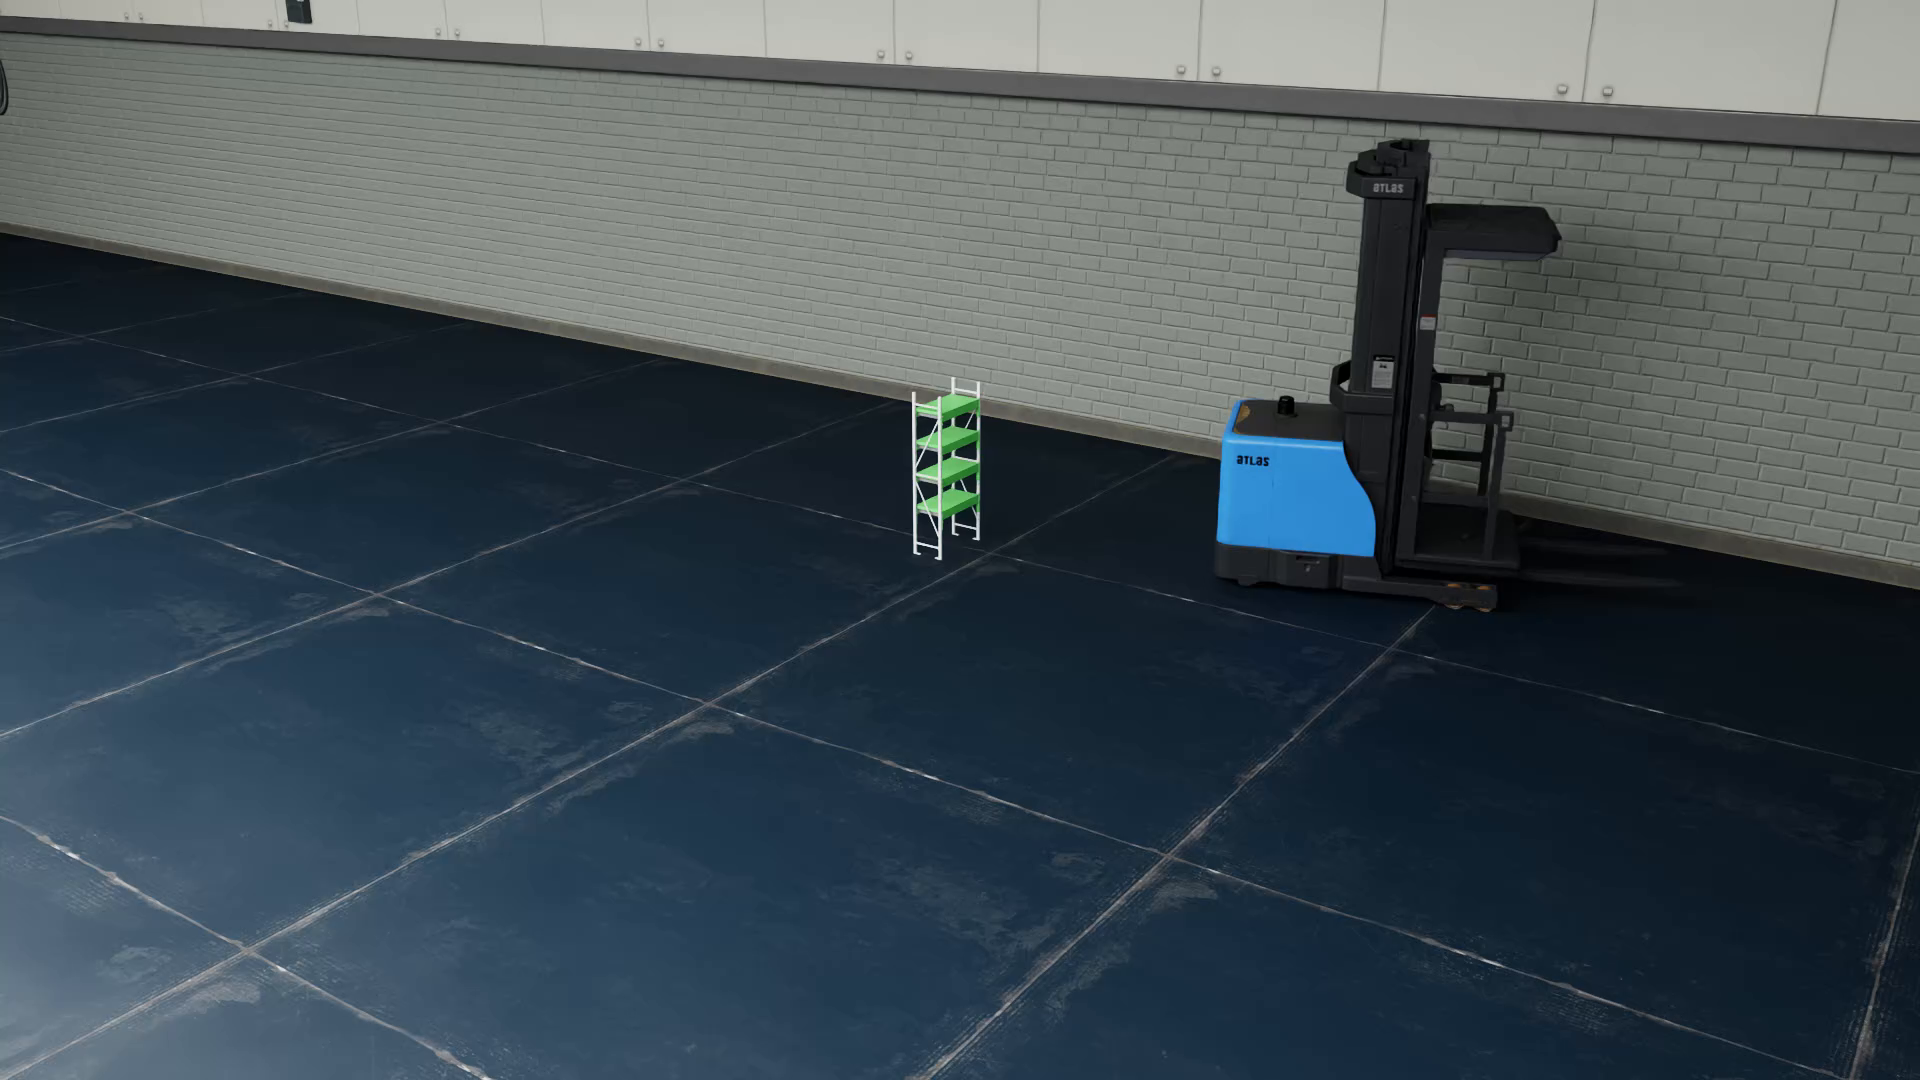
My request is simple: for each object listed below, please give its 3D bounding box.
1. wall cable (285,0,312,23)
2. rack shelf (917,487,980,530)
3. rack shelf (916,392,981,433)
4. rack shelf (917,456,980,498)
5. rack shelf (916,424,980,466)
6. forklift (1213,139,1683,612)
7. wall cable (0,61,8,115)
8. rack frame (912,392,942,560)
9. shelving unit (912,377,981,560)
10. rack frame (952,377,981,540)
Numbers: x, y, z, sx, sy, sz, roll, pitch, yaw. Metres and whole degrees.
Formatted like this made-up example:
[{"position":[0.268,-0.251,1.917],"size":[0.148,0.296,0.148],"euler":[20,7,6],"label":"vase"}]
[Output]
[{"position":[-6.822,-8.611,17.670],"size":[2.305,6.003,0.169],"euler":[13,24,32],"label":"wall cable"},{"position":[-0.093,-0.230,12.034],"size":[0.258,0.148,0.480],"euler":[13,24,32],"label":"rack shelf"},{"position":[-0.093,-0.906,11.784],"size":[0.258,0.148,0.480],"euler":[13,24,32],"label":"rack shelf"},{"position":[-0.093,-0.455,11.951],"size":[0.258,0.148,0.480],"euler":[13,24,32],"label":"rack shelf"},{"position":[-0.093,-0.680,11.867],"size":[0.258,0.148,0.480],"euler":[13,24,32],"label":"rack shelf"},{"position":[3.315,-1.104,11.026],"size":[3.031,2.935,1.130],"euler":[5,21,13],"label":"forklift"},{"position":[-14.664,-7.415,23.816],"size":[3.097,2.526,0.112],"euler":[13,24,32],"label":"wall cable"},{"position":[-0.230,-0.445,11.739],"size":[0.240,1.200,0.015],"euler":[13,24,32],"label":"rack frame"},{"position":[-0.093,-0.515,11.928],"size":[0.258,1.200,0.503],"euler":[13,24,32],"label":"shelving unit"},{"position":[0.044,-0.585,12.118],"size":[0.240,1.200,0.015],"euler":[13,24,32],"label":"rack frame"}]
